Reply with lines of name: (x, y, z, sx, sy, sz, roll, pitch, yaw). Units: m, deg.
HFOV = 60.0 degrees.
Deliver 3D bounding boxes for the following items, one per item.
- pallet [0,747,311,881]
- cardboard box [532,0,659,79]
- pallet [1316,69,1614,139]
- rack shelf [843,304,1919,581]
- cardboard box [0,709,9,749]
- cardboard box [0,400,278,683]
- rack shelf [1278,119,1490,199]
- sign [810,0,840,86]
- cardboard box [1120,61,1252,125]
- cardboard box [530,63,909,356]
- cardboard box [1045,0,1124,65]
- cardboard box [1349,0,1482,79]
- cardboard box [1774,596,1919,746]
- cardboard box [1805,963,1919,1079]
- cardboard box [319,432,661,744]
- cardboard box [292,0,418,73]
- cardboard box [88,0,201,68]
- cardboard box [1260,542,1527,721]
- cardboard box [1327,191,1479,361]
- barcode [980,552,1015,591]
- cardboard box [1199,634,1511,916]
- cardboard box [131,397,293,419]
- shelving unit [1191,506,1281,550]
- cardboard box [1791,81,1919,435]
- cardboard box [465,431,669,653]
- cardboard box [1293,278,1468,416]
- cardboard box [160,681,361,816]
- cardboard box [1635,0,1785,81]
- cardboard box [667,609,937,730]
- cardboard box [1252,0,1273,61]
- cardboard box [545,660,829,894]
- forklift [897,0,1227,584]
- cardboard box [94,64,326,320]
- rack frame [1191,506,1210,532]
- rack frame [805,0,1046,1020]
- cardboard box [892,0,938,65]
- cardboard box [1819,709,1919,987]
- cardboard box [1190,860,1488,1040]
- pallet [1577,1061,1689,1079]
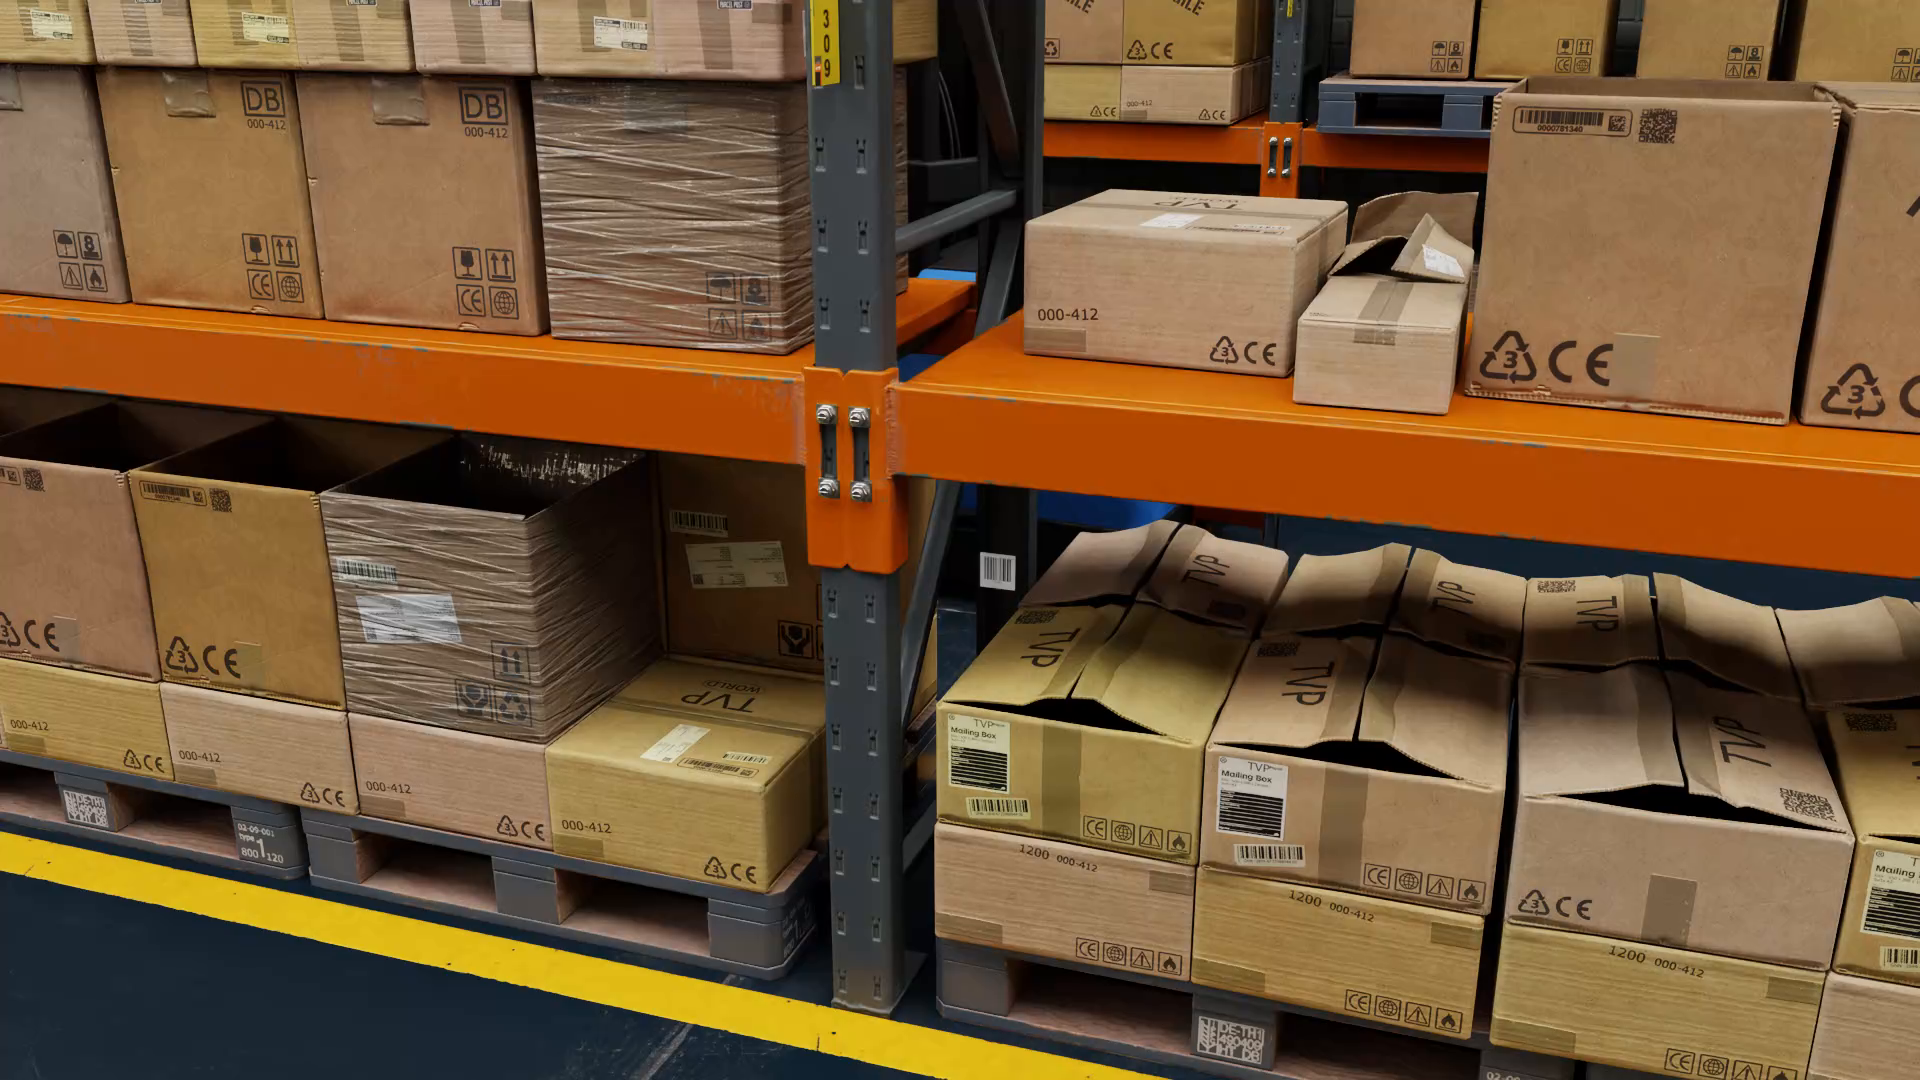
pallet: (-1.930, 0.467, 4.415, 1.213, 0.211, 1.003, 7, 20, 18)
cardboard box: (-0.596, -0.963, 3.144, 0.250, 0.149, 0.380, 6, 20, 17)
pallet: (2.260, -1.942, 7.381, 1.213, 0.211, 1.003, 7, 20, 18)
rack shelf: (1.853, -0.064, 2.794, 4.000, 0.370, 1.077, 7, 20, 18)
cardboard box: (-2.435, 0.283, 4.247, 0.500, 0.250, 0.500, 7, 20, 18)
cardboard box: (-1.965, -0.015, 3.964, 0.500, 0.500, 0.500, 7, 20, 18)
rack shelf: (3.475, -1.604, 7.214, 4.000, 0.370, 1.077, 7, 20, 18)
sign: (-0.217, -0.893, 2.645, 0.005, 0.325, 0.100, 7, 20, 18)
cardboard box: (1.039, -2.055, 7.613, 0.500, 0.250, 0.500, 7, 20, 18)
cardboard box: (-0.457, -0.713, 3.411, 0.500, 0.500, 0.700, 6, 20, 17)
cardboard box: (0.565, -2.460, 7.634, 0.500, 0.500, 0.500, 6, 20, 18)
cardboard box: (2.056, -2.349, 7.439, 0.500, 0.500, 0.700, 7, 20, 18)
cardboard box: (1.878, 0.335, 3.246, 0.500, 0.311, 0.500, 6, 20, 17)
cardboard box: (1.717, 0.767, 2.857, 0.500, 0.250, 0.500, 7, 20, 19)
cardboard box: (-1.014, 0.087, 3.670, 0.500, 0.500, 0.500, 7, 20, 18)
cardboard box: (-1.093, -1.018, 3.304, 0.250, 0.149, 0.380, 6, 20, 18)
cardboard box: (-1.562, -1.073, 3.461, 0.250, 0.149, 0.380, 7, 20, 20)
cardboard box: (0.934, 0.225, 3.562, 0.500, 0.311, 0.500, 7, 20, 20)
cardboard box: (0.855, -0.518, 3.209, 0.258, 0.266, 0.396, 6, 20, 17)
barcode: (0.068, 0.057, 3.026, 0.075, 0.075, 0.001, 7, 20, 18)
cardboard box: (0.744, 0.394, 3.077, 0.500, 0.311, 0.500, 6, 20, 17)
cardboard box: (-1.789, -0.182, 4.442, 0.500, 0.500, 0.500, 7, 20, 18)
shelving unit: (0.935, -0.354, 5.490, 0.252, 1.050, 0.215, 10, 22, 24)
cardboard box: (1.655, -0.468, 2.708, 0.500, 0.500, 0.500, 7, 20, 18)
cardboard box: (-0.846, -0.072, 4.127, 0.500, 0.500, 0.500, 7, 20, 18)
cardboard box: (0.734, -0.341, 2.880, 0.250, 0.149, 0.380, 7, 20, 18)
cardboard box: (-1.492, 0.392, 3.934, 0.500, 0.250, 0.500, 7, 20, 18)
cardboard box: (3.213, -2.225, 7.083, 0.500, 0.500, 0.700, 10, 21, 26)
cardboard box: (-0.375, 0.336, 4.093, 0.500, 0.250, 0.500, 7, 20, 18)
cardboard box: (1.211, -2.568, 7.945, 0.500, 0.500, 0.500, 6, 20, 17)
cardboard box: (-0.546, 0.499, 3.628, 0.500, 0.250, 0.500, 7, 20, 18)
forklift: (-0.565, -1.471, 5.845, 3.031, 2.935, 1.130, 9, 21, 24)
cardboard box: (-1.430, -0.823, 3.728, 0.500, 0.500, 0.700, 7, 20, 19)
rack frame: (0.825, -0.374, 5.540, 0.008, 1.050, 0.200, 10, 22, 24)
rack frame: (-0.036, -0.619, 3.296, 0.127, 3.000, 1.000, 7, 20, 18)
cardboard box: (-0.226, -1.062, 3.429, 0.250, 0.149, 0.380, 6, 20, 18)
cardboard box: (1.725, 0.504, 2.761, 0.500, 0.311, 0.500, 7, 20, 20)
cardboard box: (0.746, 0.657, 3.174, 0.500, 0.250, 0.500, 7, 20, 19)
pallet: (1.829, 0.896, 3.185, 1.213, 0.211, 1.003, 7, 20, 18)
